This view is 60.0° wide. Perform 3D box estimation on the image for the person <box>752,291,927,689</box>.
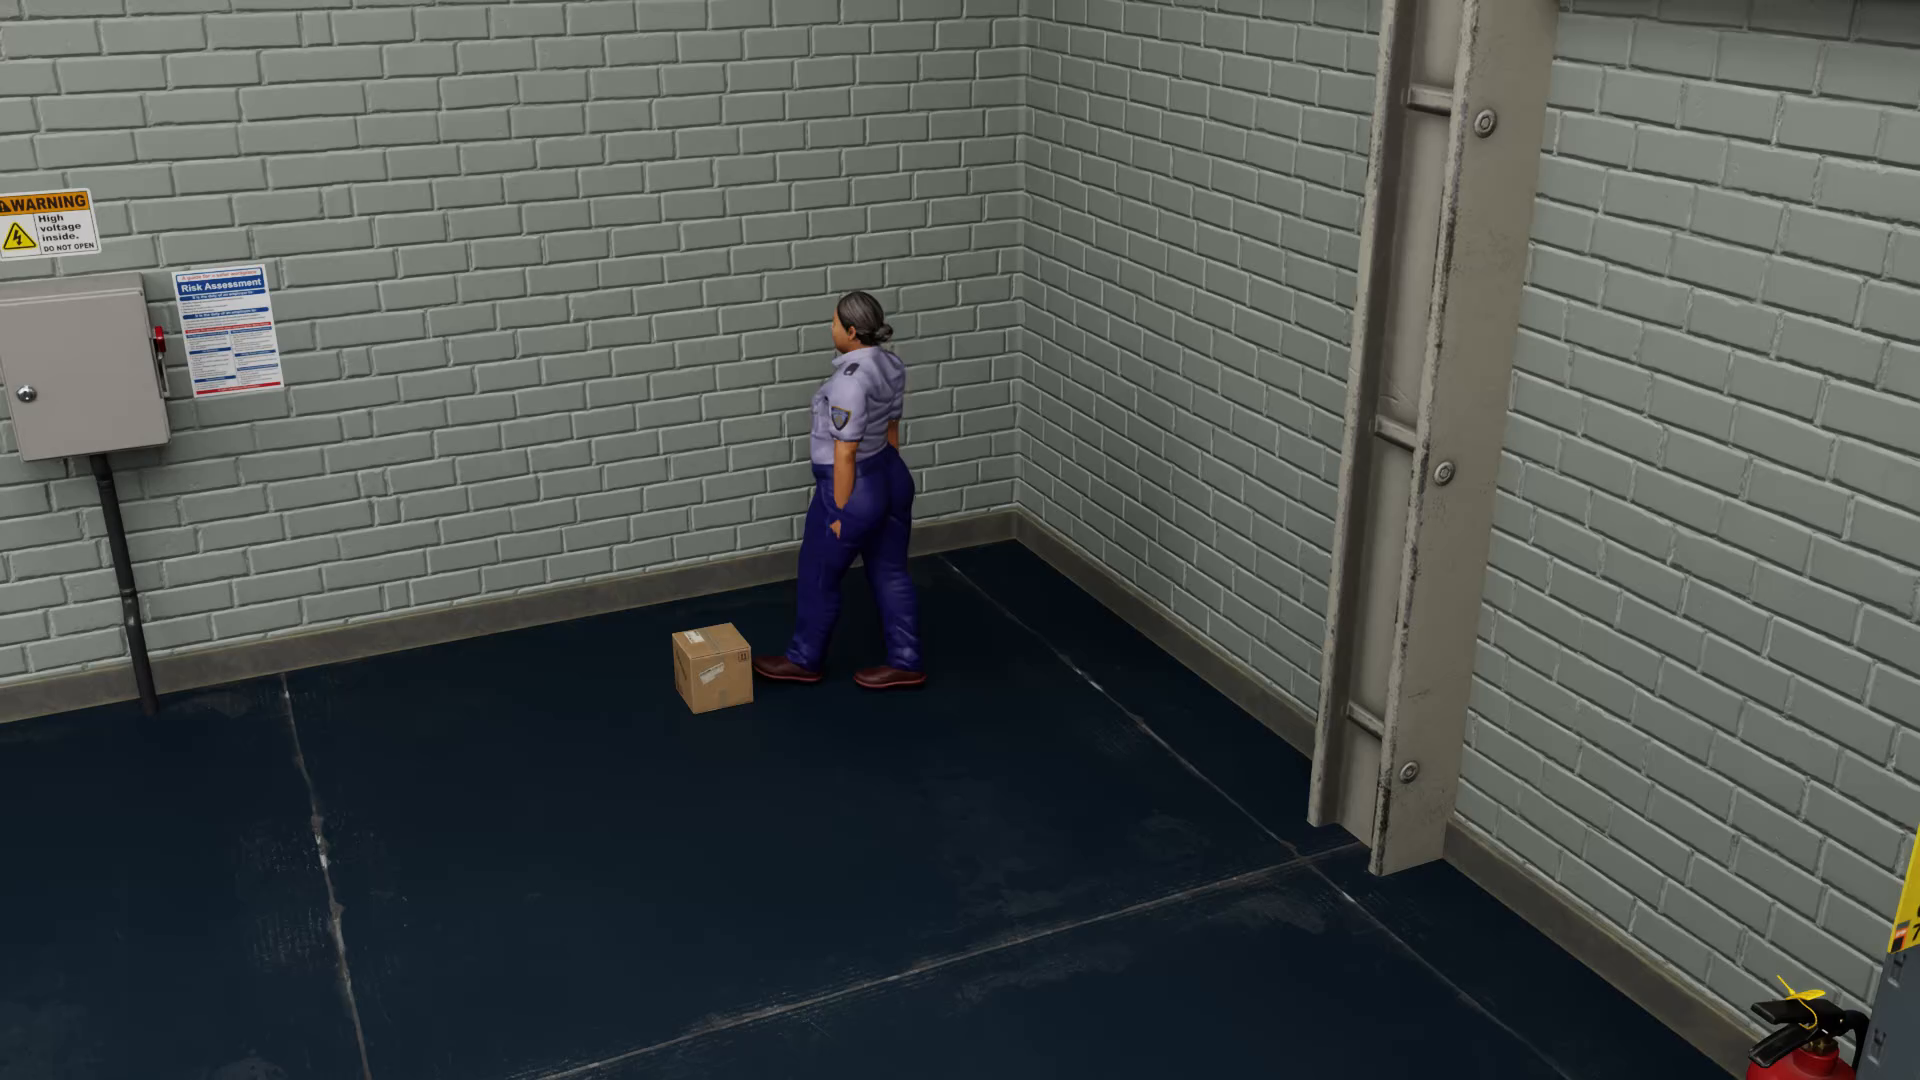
[{"bbox_3d":[-0.476,-0.193,6.567,0.683,1.634,0.453,12,25,27],"label":"person"}]
